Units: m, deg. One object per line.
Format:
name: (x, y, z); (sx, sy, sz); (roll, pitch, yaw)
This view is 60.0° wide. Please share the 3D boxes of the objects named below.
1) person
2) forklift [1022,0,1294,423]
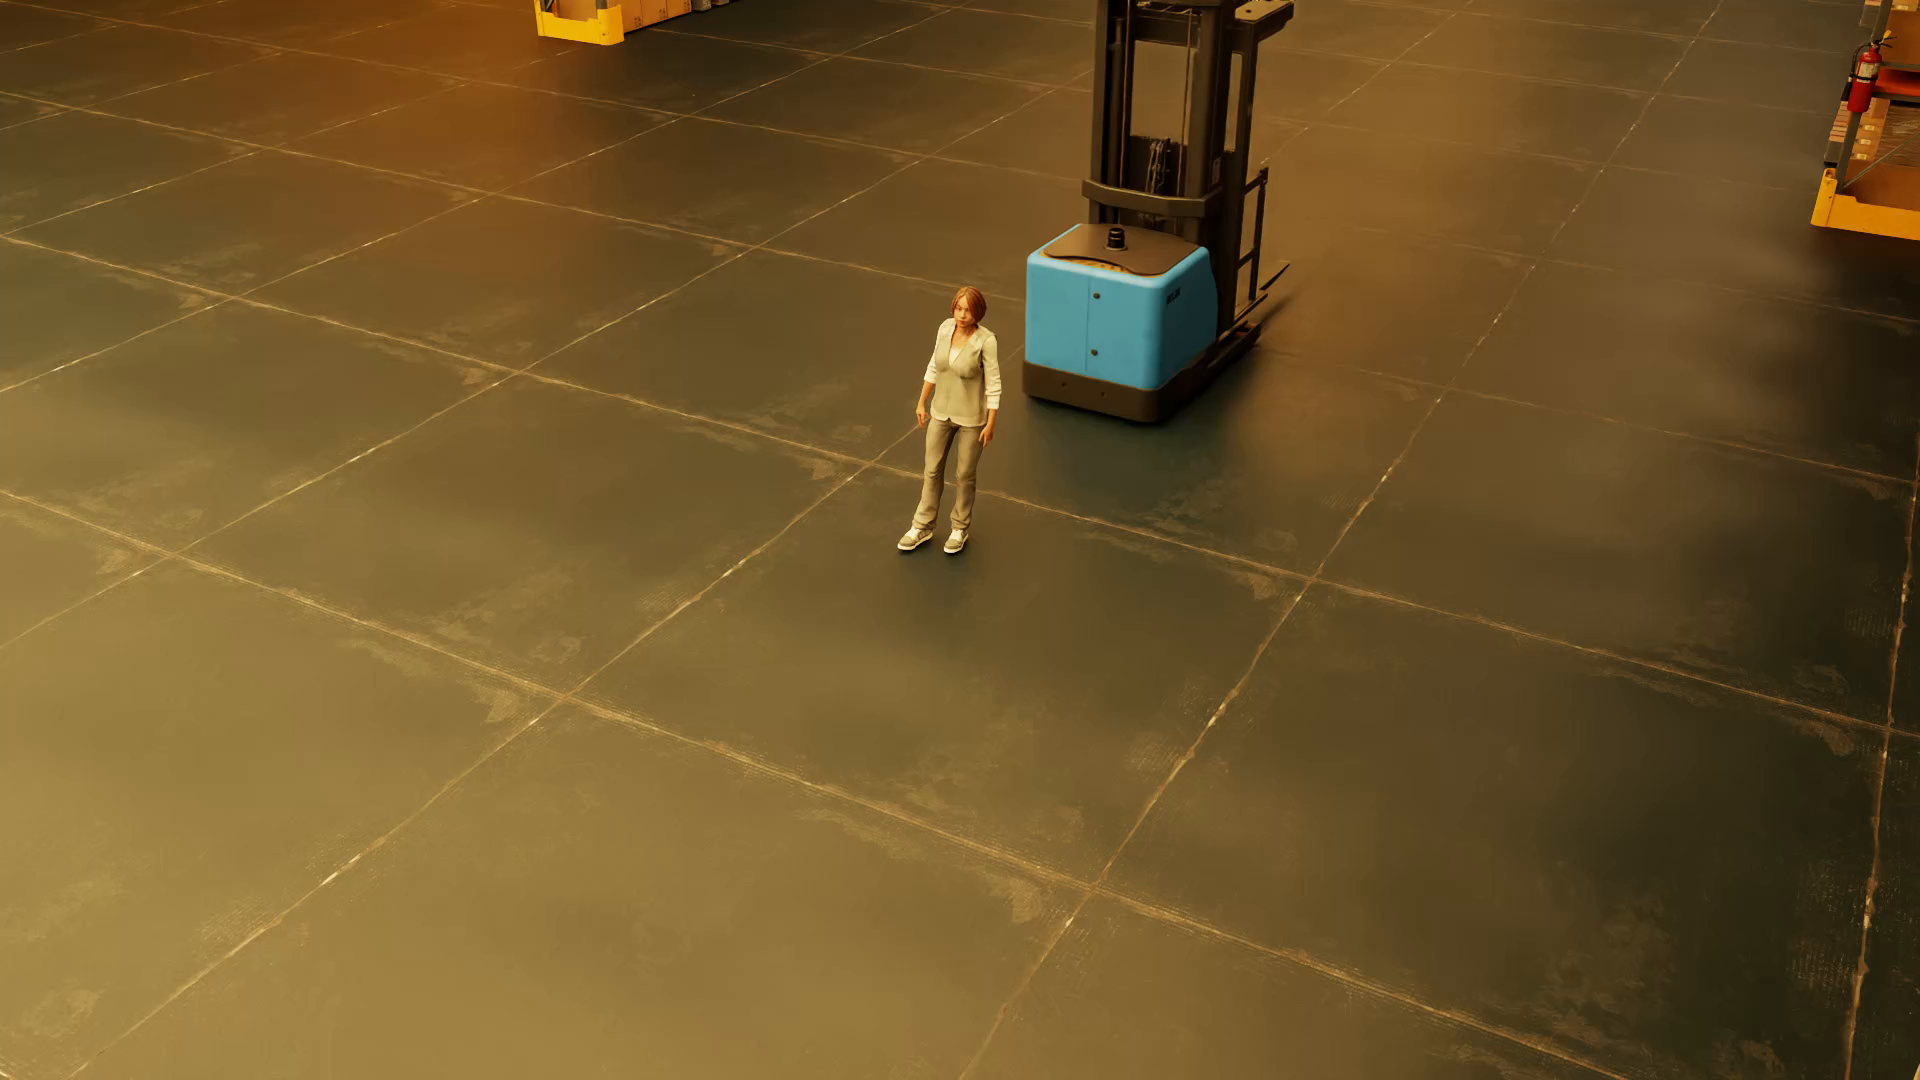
person: (-0.048, -0.668, 9.549); (0.521, 1.599, 0.473); (15, 33, 25)
forklift: (1.616, -2.764, 11.860); (1.130, 2.935, 3.031); (16, 34, 26)
